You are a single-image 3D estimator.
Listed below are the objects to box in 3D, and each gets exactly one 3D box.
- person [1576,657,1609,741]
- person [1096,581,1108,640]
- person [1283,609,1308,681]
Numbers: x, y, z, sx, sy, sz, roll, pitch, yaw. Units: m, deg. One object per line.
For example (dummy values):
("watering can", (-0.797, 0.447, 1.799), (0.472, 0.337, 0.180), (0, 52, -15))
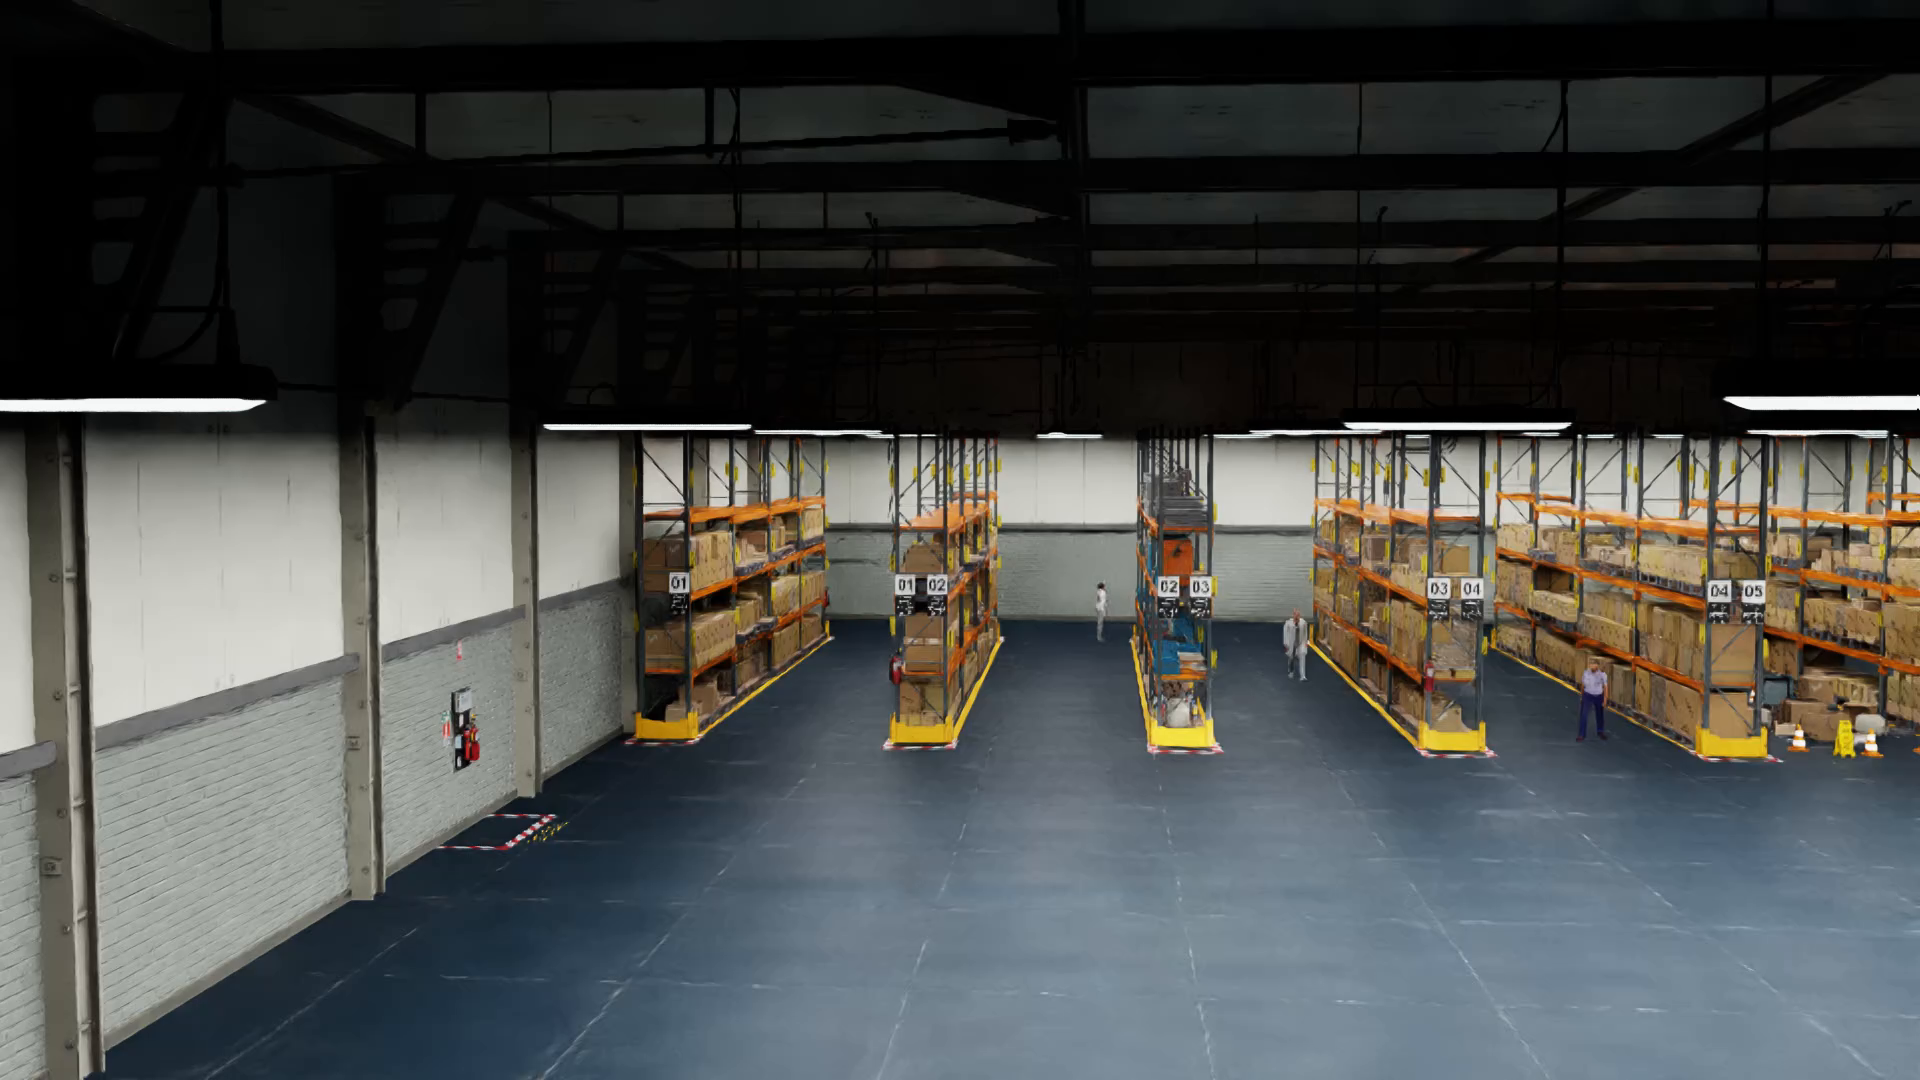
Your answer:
("person", (12.071, 3.021, 31.683), (0.512, 1.596, 0.938), (2, 4, 28))
("person", (4.067, 2.007, 47.603), (0.364, 1.682, 0.582), (0, 3, -7))
("person", (7.997, 2.475, 39.609), (0.598, 1.698, 1.194), (0, 3, 7))
